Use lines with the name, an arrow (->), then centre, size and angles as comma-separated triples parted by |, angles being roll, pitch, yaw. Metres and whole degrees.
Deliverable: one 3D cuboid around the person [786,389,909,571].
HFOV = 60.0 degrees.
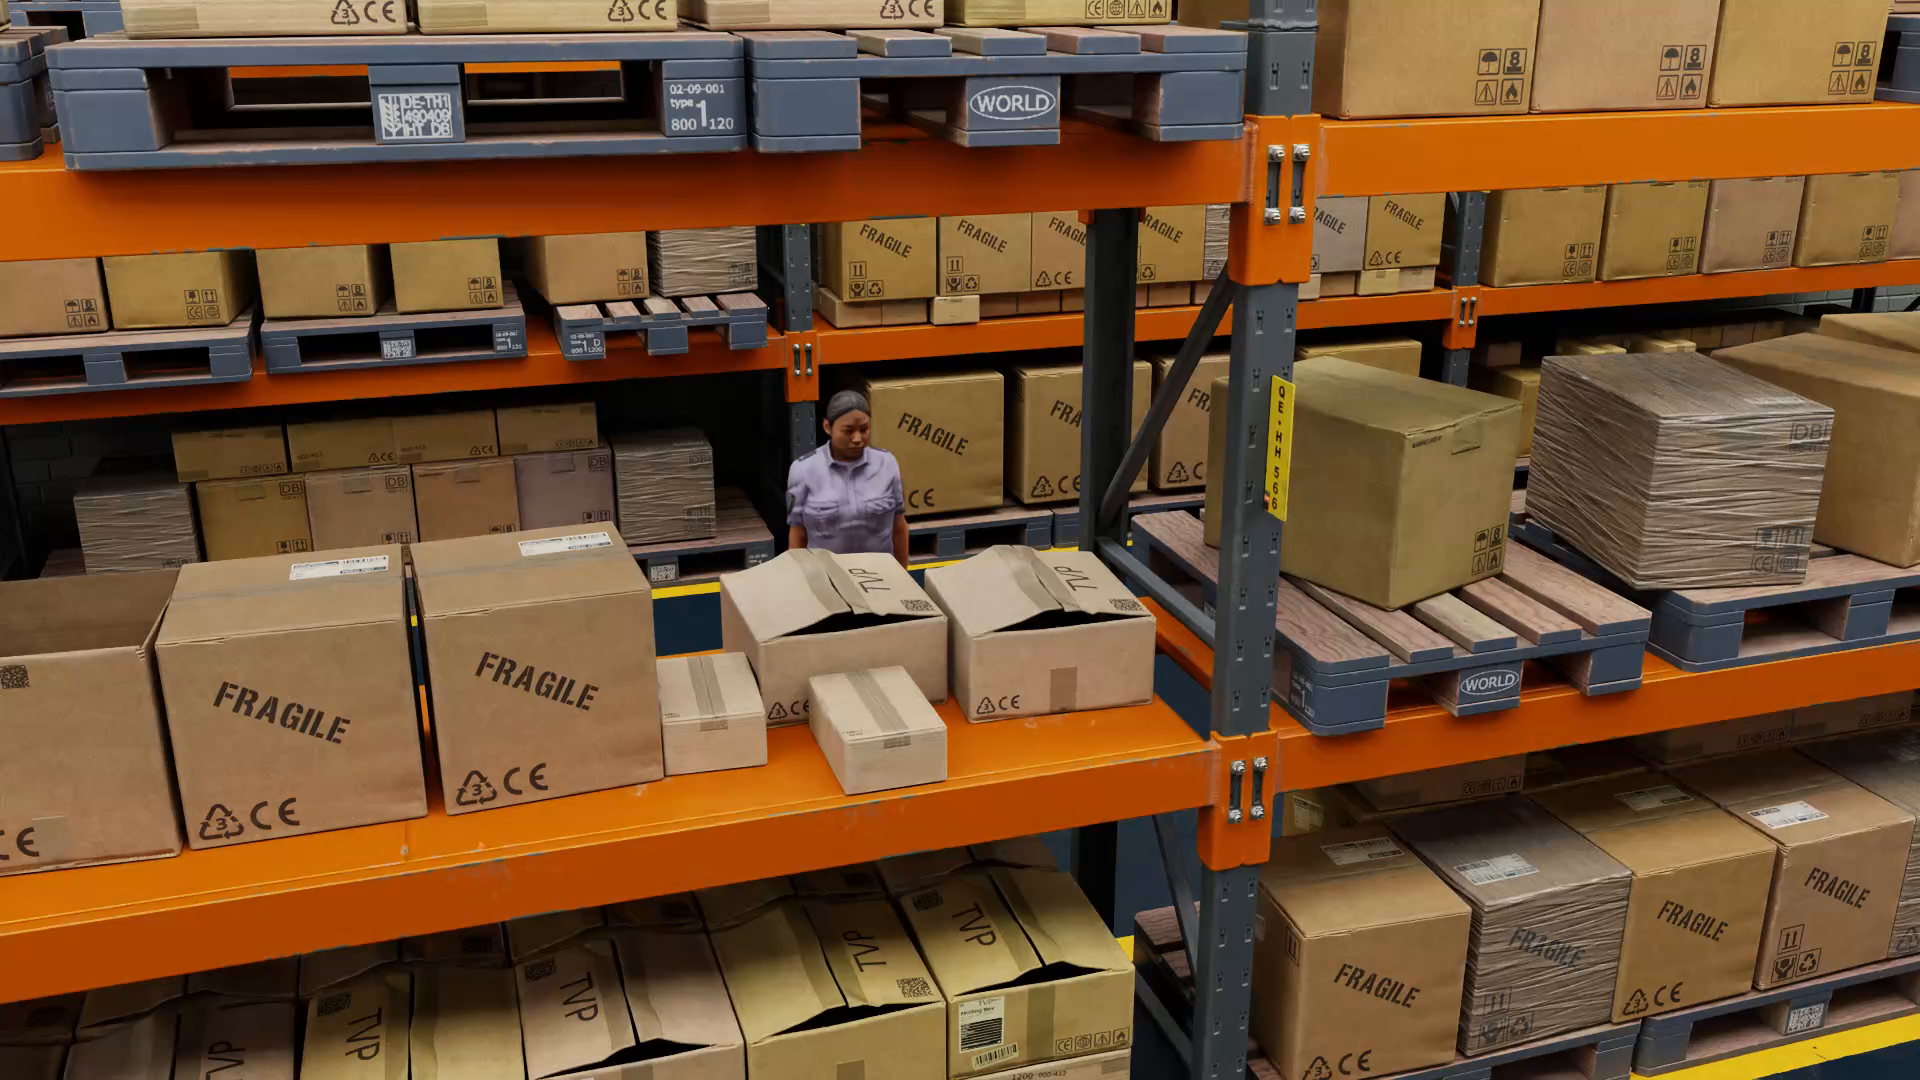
person -> -0.418, 0.220, 6.434 | 0.470, 1.646, 0.342 | -6, 20, -16
